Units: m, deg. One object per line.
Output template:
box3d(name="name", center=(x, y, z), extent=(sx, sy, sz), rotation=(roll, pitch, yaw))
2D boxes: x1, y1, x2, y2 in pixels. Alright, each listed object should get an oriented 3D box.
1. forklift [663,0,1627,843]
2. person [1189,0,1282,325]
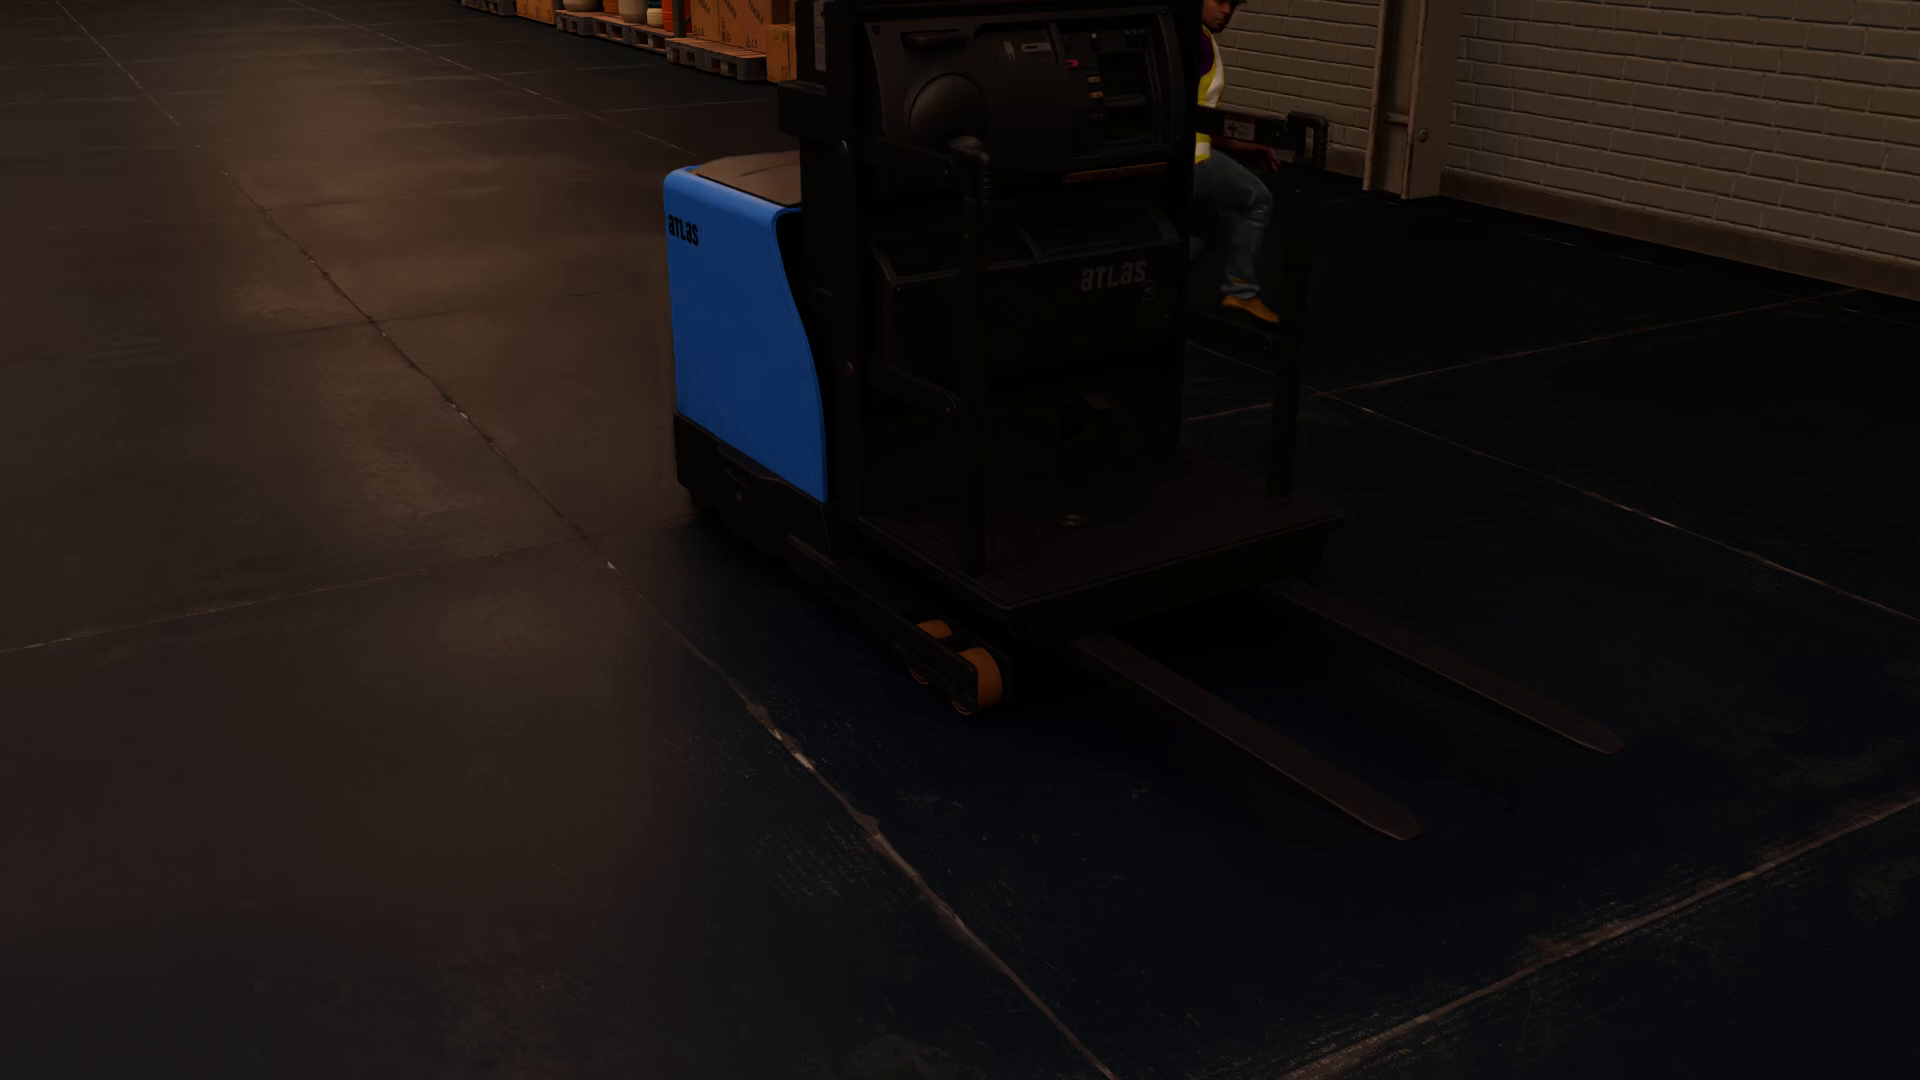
box3d(name="forklift", center=(0.300, -1.129, 4.025), extent=(1.130, 2.935, 3.031), rotation=(-14, 26, -30))
box3d(name="person", center=(1.089, -1.641, 7.123), extent=(0.797, 1.556, 0.807), rotation=(-6, 23, -15))
